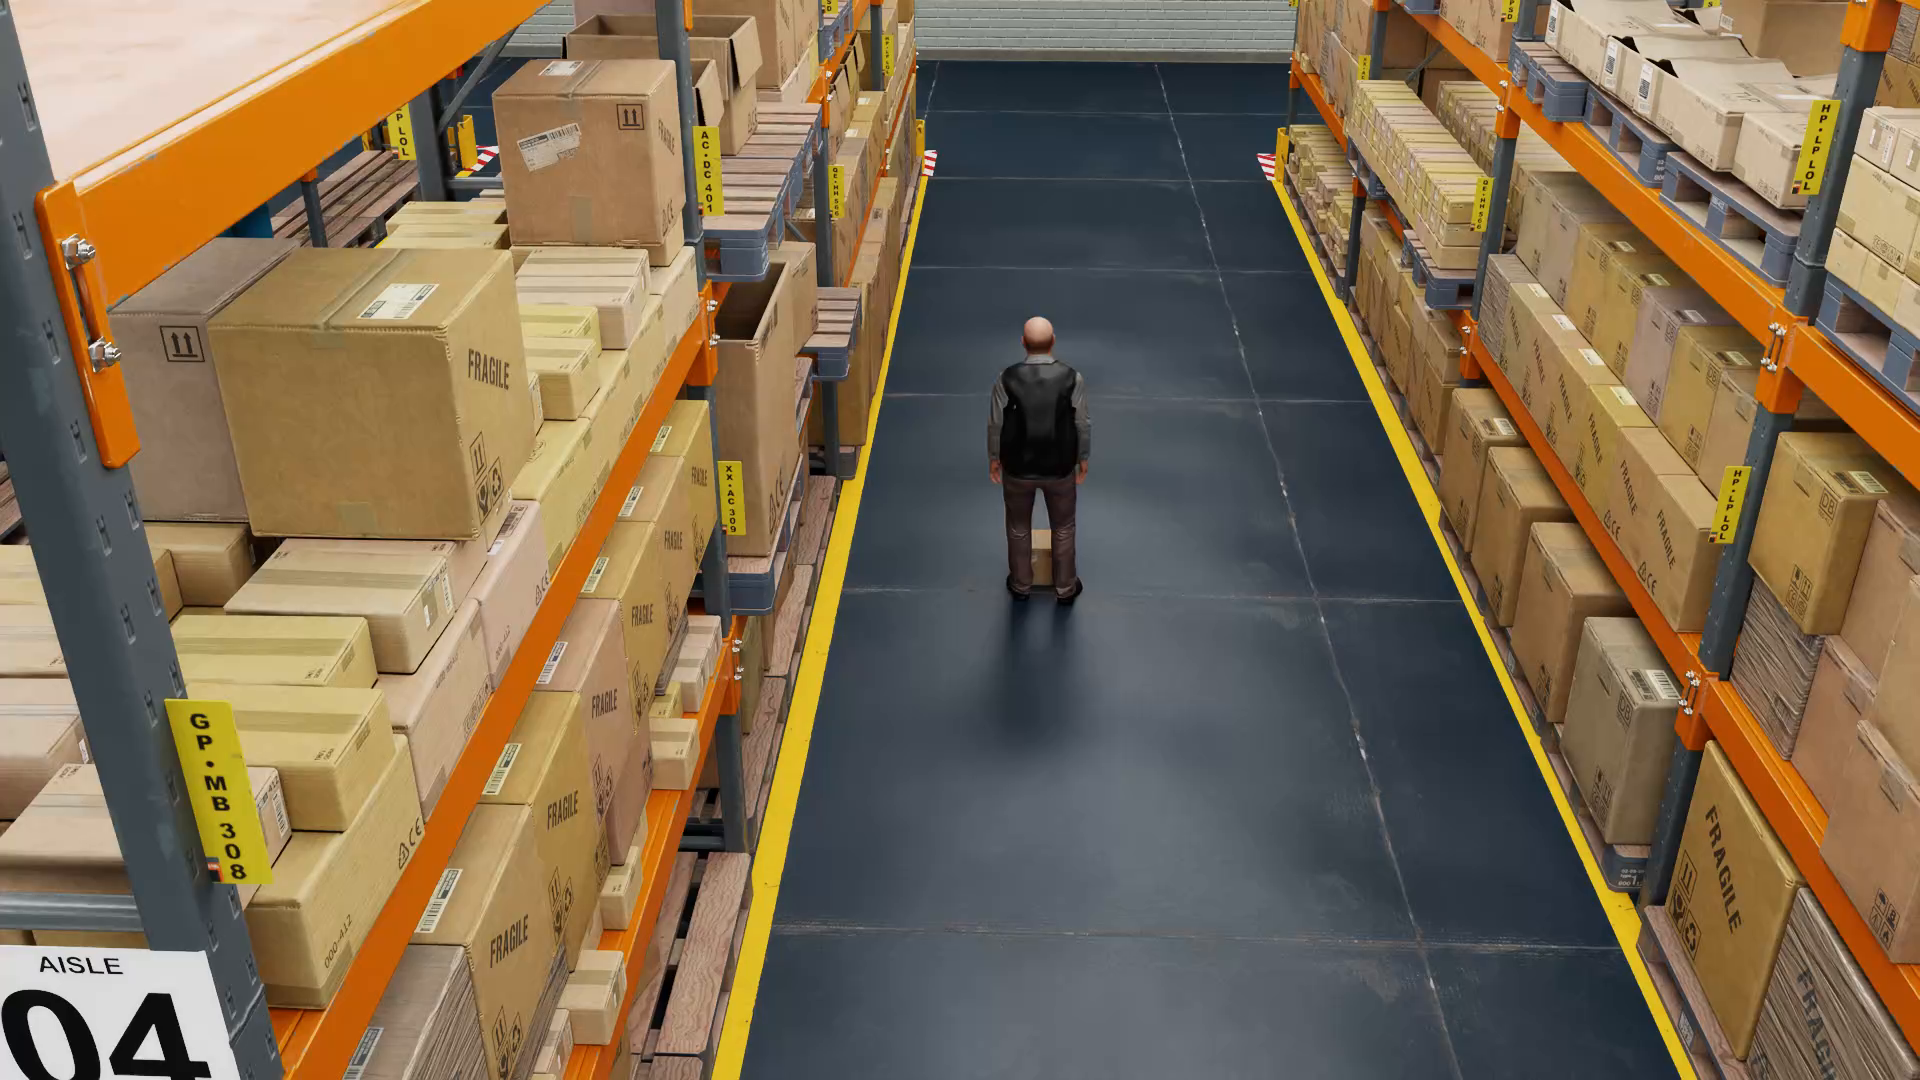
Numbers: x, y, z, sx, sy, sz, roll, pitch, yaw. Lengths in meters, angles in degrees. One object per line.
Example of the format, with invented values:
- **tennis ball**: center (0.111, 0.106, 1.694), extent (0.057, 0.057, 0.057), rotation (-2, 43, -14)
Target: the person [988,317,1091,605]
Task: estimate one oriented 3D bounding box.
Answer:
- **person**: center (0.447, -0.427, 9.457), extent (0.583, 1.721, 0.461), rotation (1, 28, 1)
